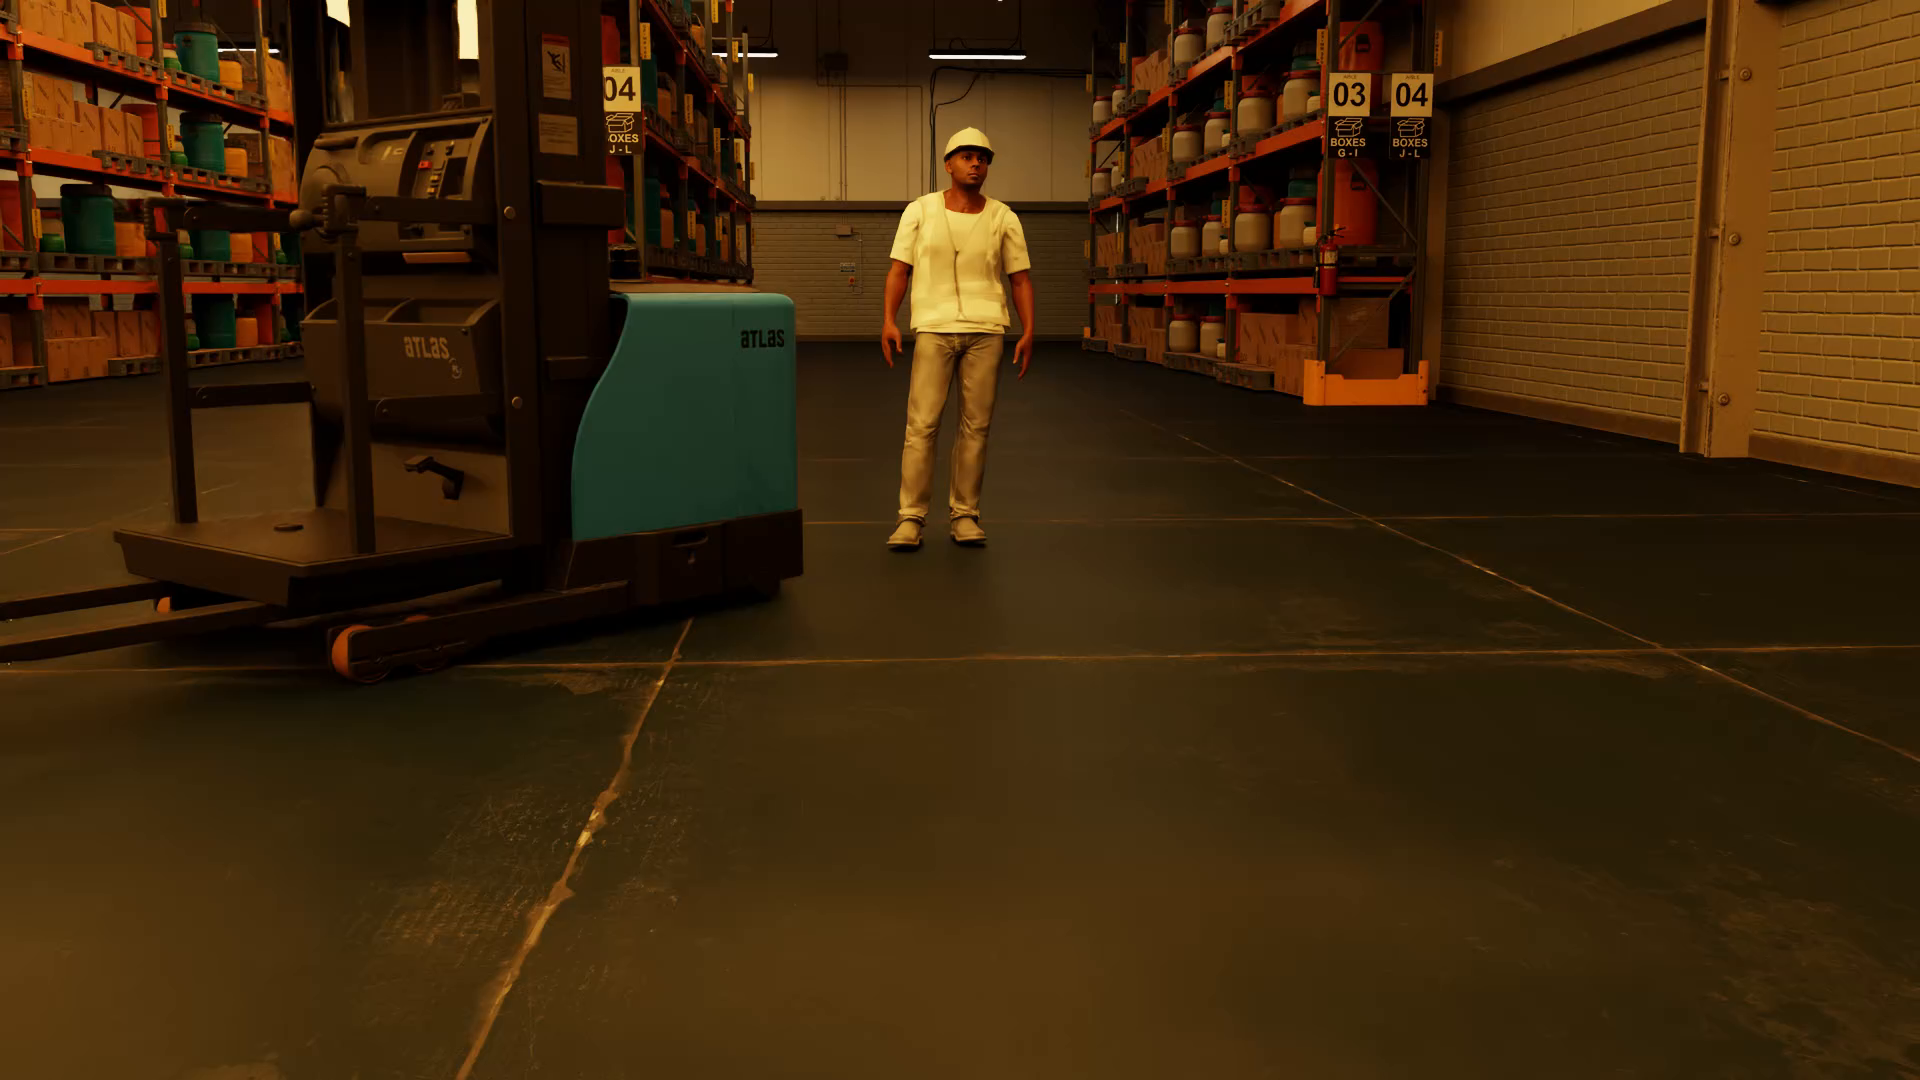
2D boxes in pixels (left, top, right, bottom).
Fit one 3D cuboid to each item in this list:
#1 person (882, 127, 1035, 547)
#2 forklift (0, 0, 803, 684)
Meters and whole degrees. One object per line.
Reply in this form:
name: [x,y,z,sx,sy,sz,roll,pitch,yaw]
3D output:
person: [-0.002,-0.871,7.110,0.665,1.766,0.576,-1,8,-4]
forklift: [-1.875,-1.132,4.954,1.130,2.935,3.031,7,11,38]
